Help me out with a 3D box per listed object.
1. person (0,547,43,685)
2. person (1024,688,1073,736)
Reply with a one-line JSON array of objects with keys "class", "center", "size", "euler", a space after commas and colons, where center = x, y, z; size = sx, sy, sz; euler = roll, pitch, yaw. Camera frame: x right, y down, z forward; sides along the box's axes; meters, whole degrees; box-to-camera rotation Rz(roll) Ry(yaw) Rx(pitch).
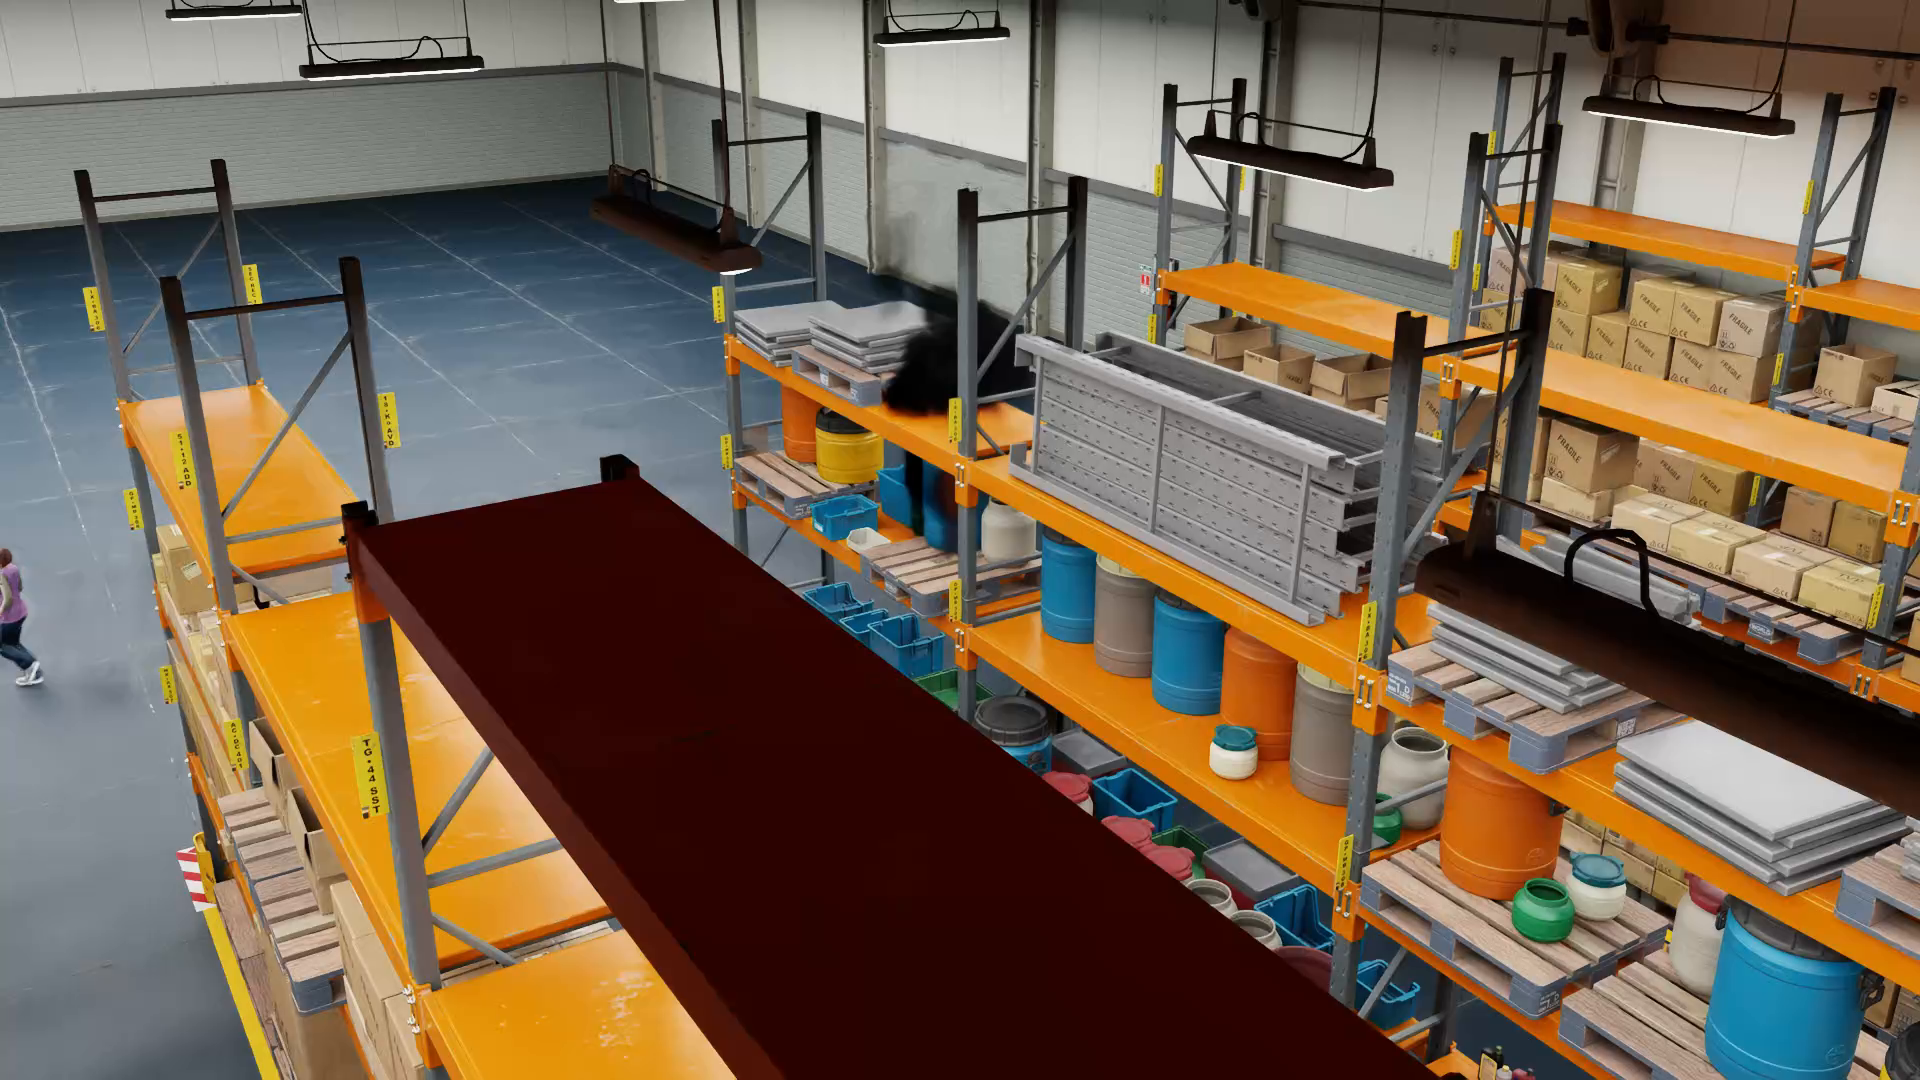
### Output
[{"class": "person", "center": [-9.928, 0.801, 17.290], "size": [0.536, 1.556, 0.526], "euler": [-1, 22, -3]}, {"class": "person", "center": [0.788, 1.188, 15.316], "size": [0.704, 1.744, 0.599], "euler": [-16, 27, -34]}]
